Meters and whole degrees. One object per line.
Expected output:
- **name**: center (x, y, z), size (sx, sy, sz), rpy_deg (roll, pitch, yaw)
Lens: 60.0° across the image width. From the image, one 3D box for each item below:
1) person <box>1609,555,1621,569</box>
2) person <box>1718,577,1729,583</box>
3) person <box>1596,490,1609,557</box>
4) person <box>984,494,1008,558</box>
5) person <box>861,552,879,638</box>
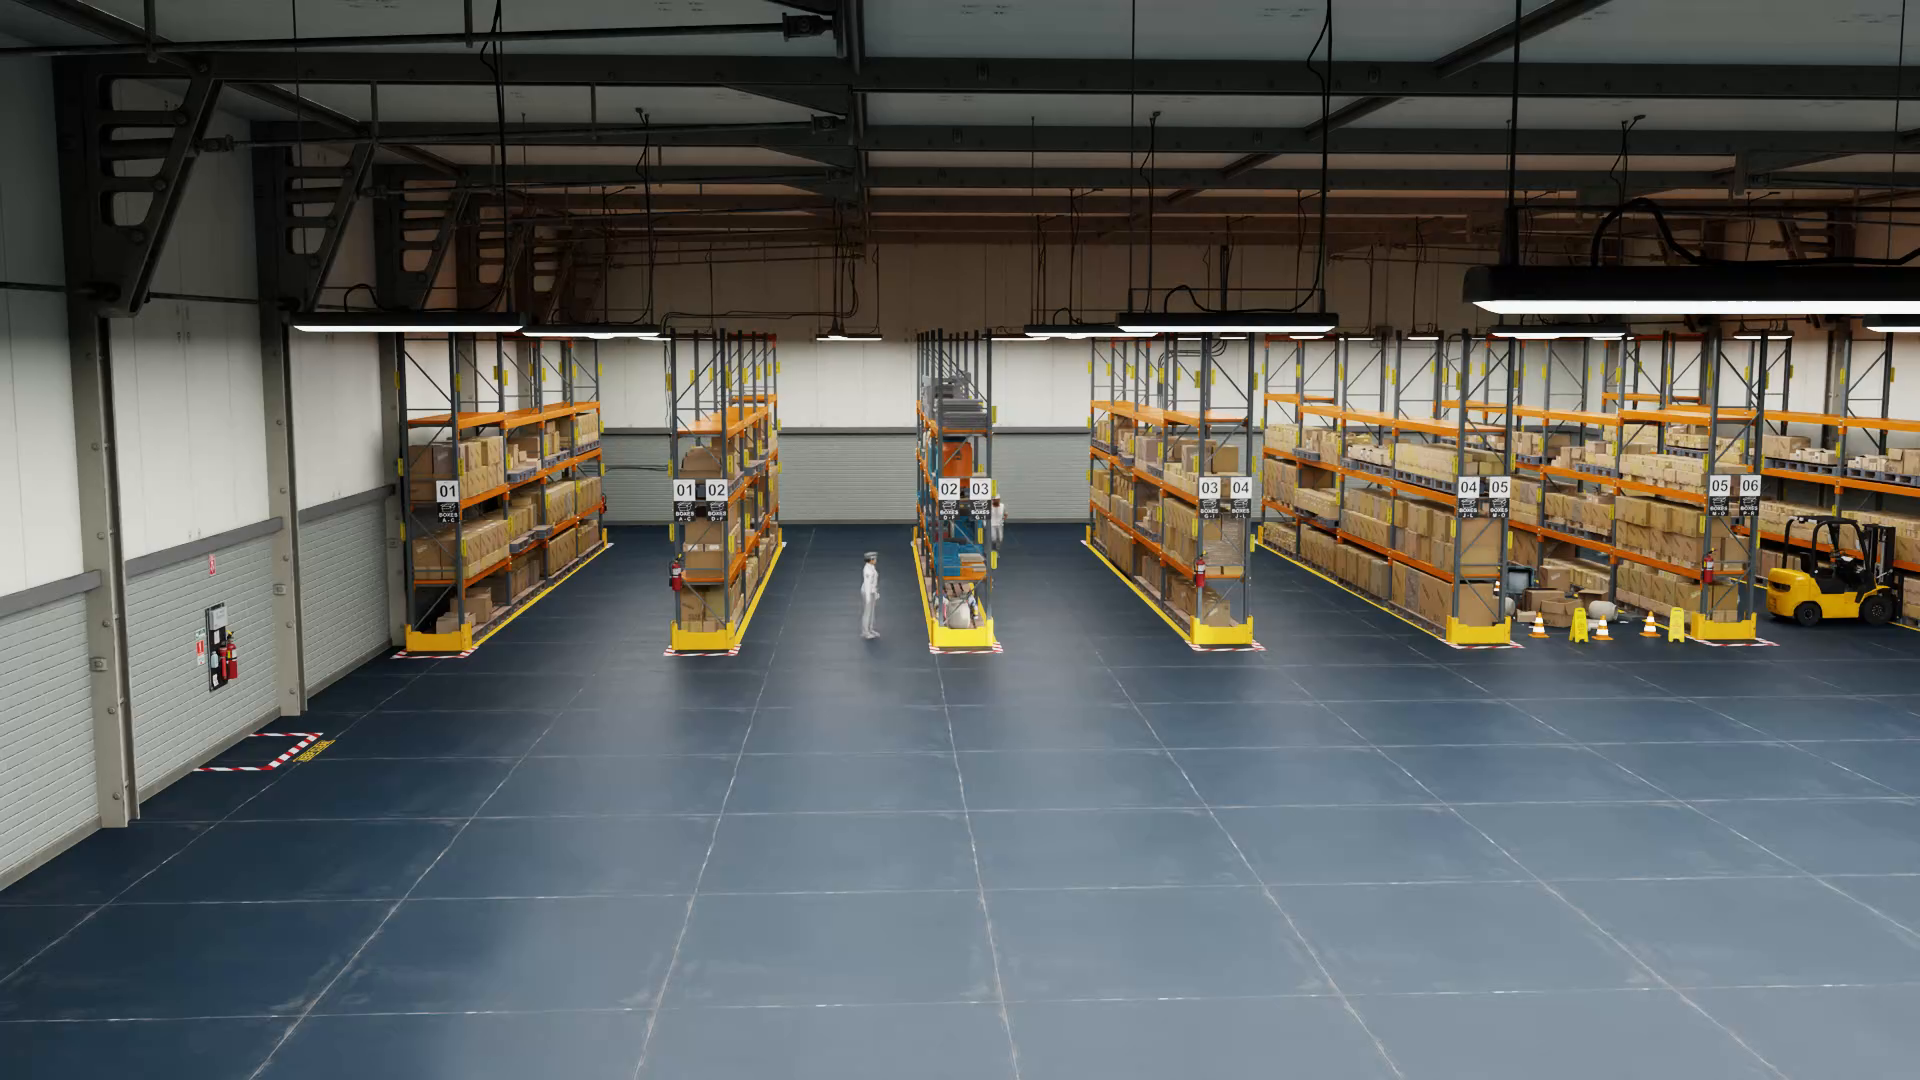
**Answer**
- **person**: center (16.065, 0.096, 40.846), size (0.429, 1.679, 0.531), rpy_deg (4, 8, 27)
- **person**: center (16.693, 0.588, 36.679), size (0.546, 1.646, 0.912), rpy_deg (-6, 9, -43)
- **person**: center (17.397, -0.436, 44.862), size (0.428, 1.810, 0.578), rpy_deg (3, 7, 21)
- **person**: center (0.971, -0.366, 44.439), size (0.660, 1.764, 0.536), rpy_deg (-2, 7, -17)
- **person**: center (-1.770, 1.065, 32.546), size (0.359, 1.685, 0.516), rpy_deg (1, 7, 6)
